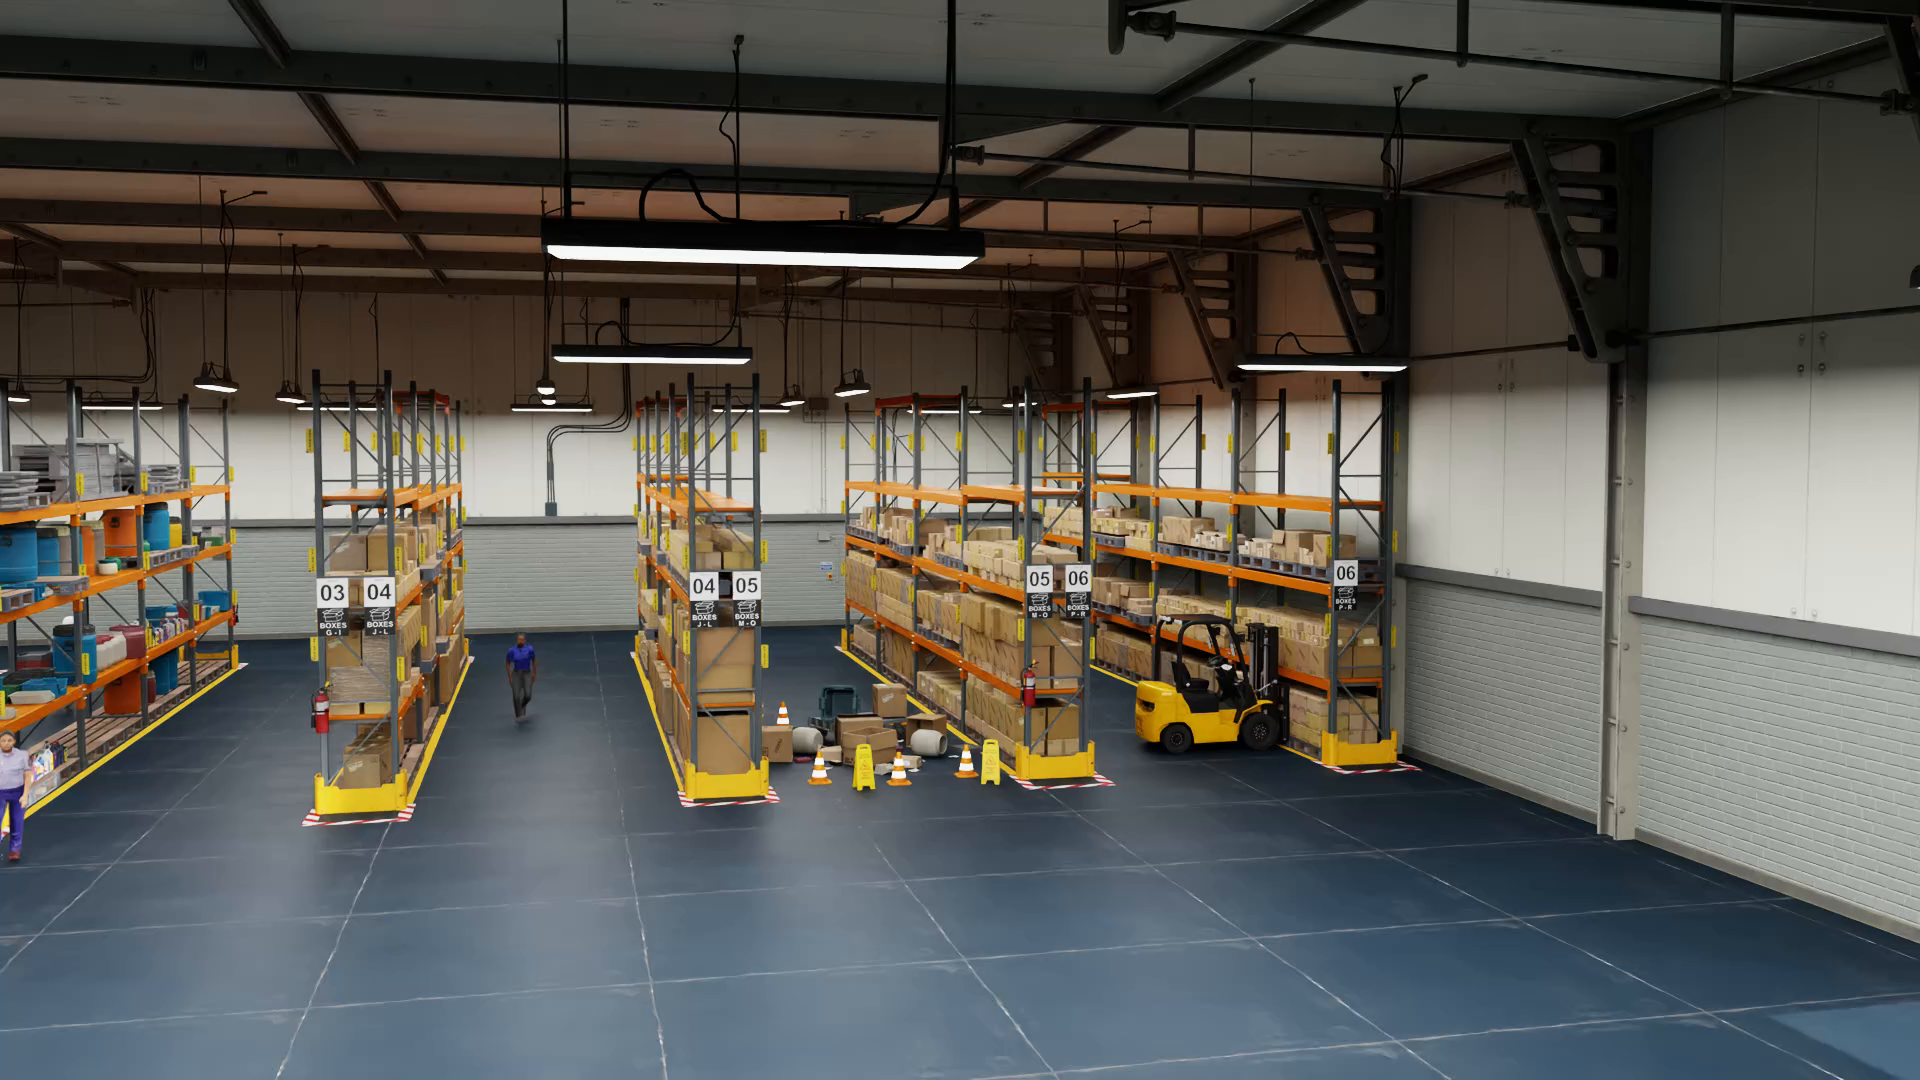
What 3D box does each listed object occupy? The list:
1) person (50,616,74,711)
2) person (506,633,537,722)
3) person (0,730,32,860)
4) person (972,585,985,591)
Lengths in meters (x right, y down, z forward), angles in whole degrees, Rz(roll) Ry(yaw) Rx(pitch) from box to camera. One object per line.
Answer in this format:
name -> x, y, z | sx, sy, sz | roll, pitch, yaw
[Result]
person -> -16.719, 2.309, 31.148 | 0.570, 1.771, 0.449 | -1, 3, -15
person -> -7.939, 2.470, 30.096 | 0.538, 1.624, 0.503 | -1, 3, -16
person -> -11.269, 3.045, 19.650 | 0.538, 1.597, 0.964 | -2, 4, -35
person -> 0.525, 1.585, 44.287 | 0.472, 1.681, 0.480 | -1, 4, -24
